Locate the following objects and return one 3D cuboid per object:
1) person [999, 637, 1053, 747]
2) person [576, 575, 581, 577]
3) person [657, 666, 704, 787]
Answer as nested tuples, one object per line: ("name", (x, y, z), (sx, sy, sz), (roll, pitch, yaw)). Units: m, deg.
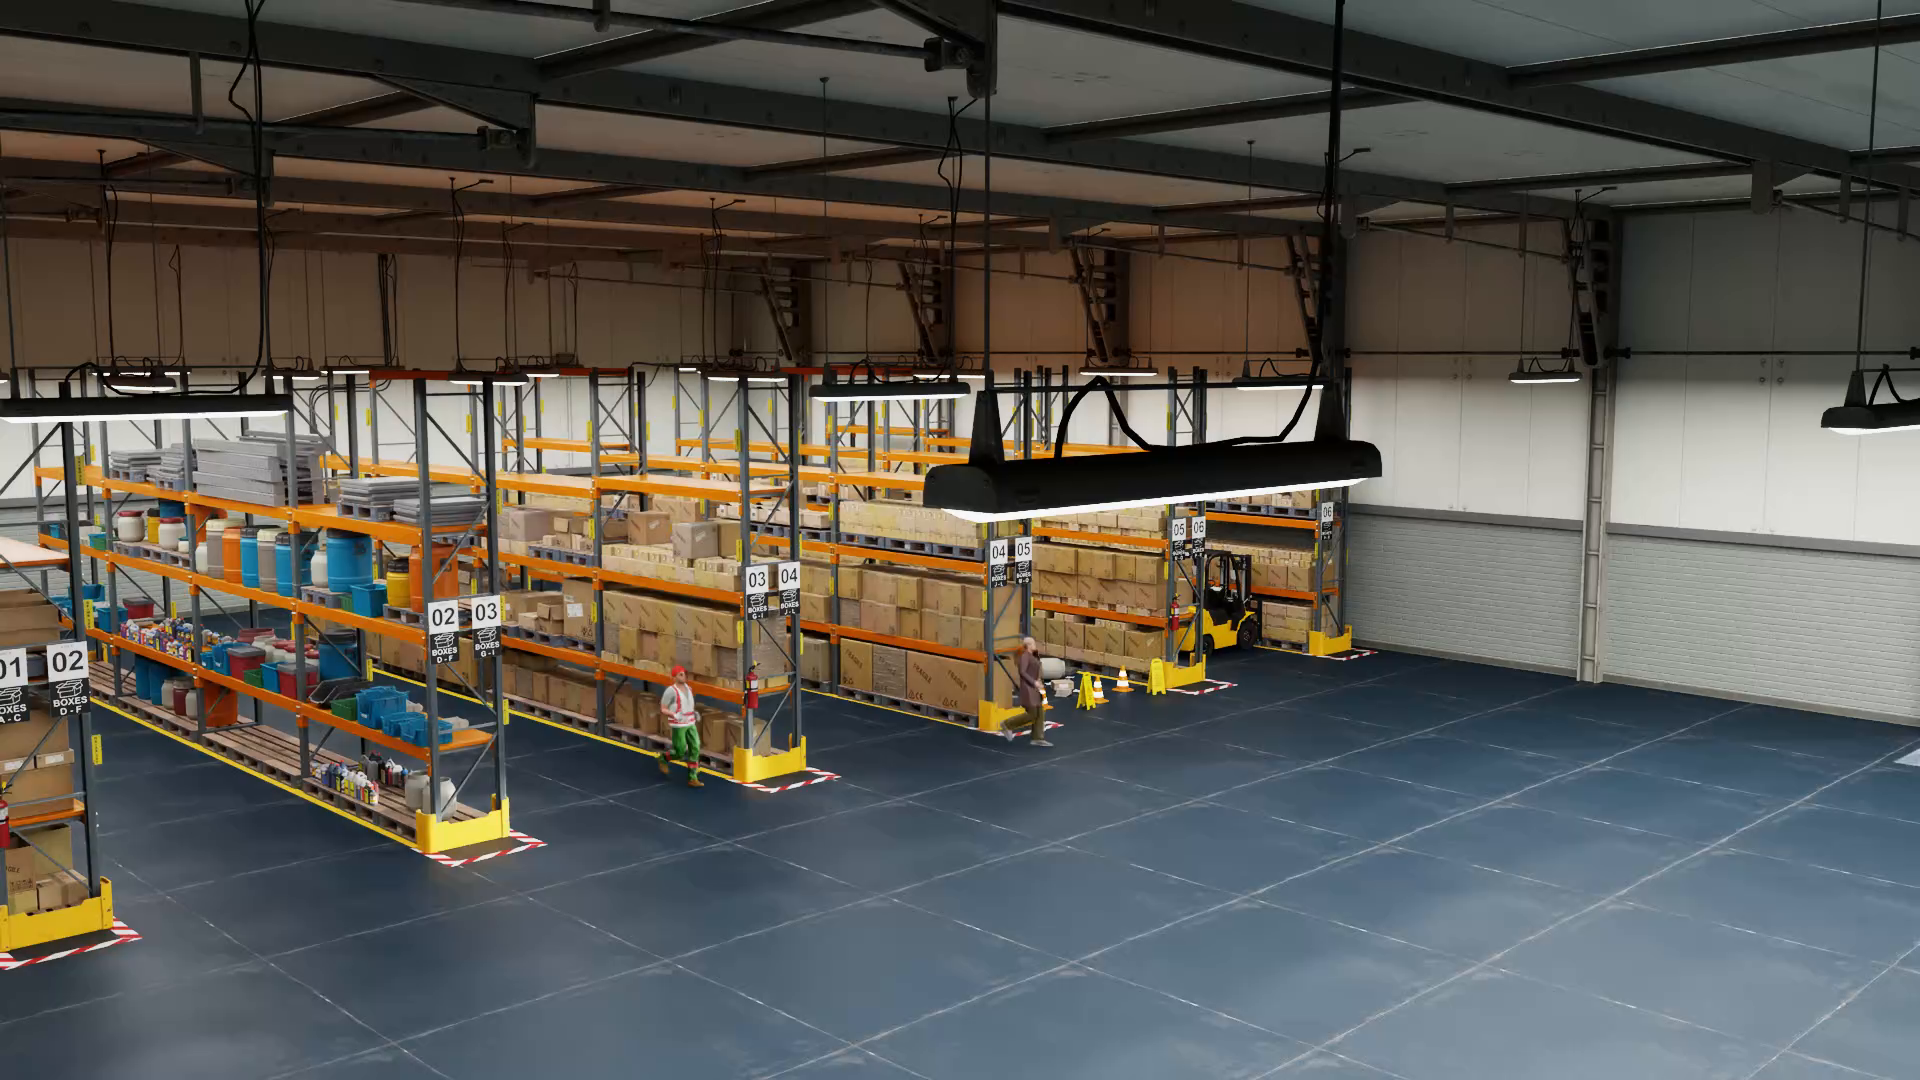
("person", (1.090, 2.488, 26.892), (0.874, 1.669, 0.756), (1, 6, 7))
("person", (-7.878, 1.562, 34.593), (0.696, 1.752, 0.840), (-6, 9, -44))
("person", (-4.065, 2.710, 24.320), (0.889, 1.754, 0.658), (5, 8, 39))
